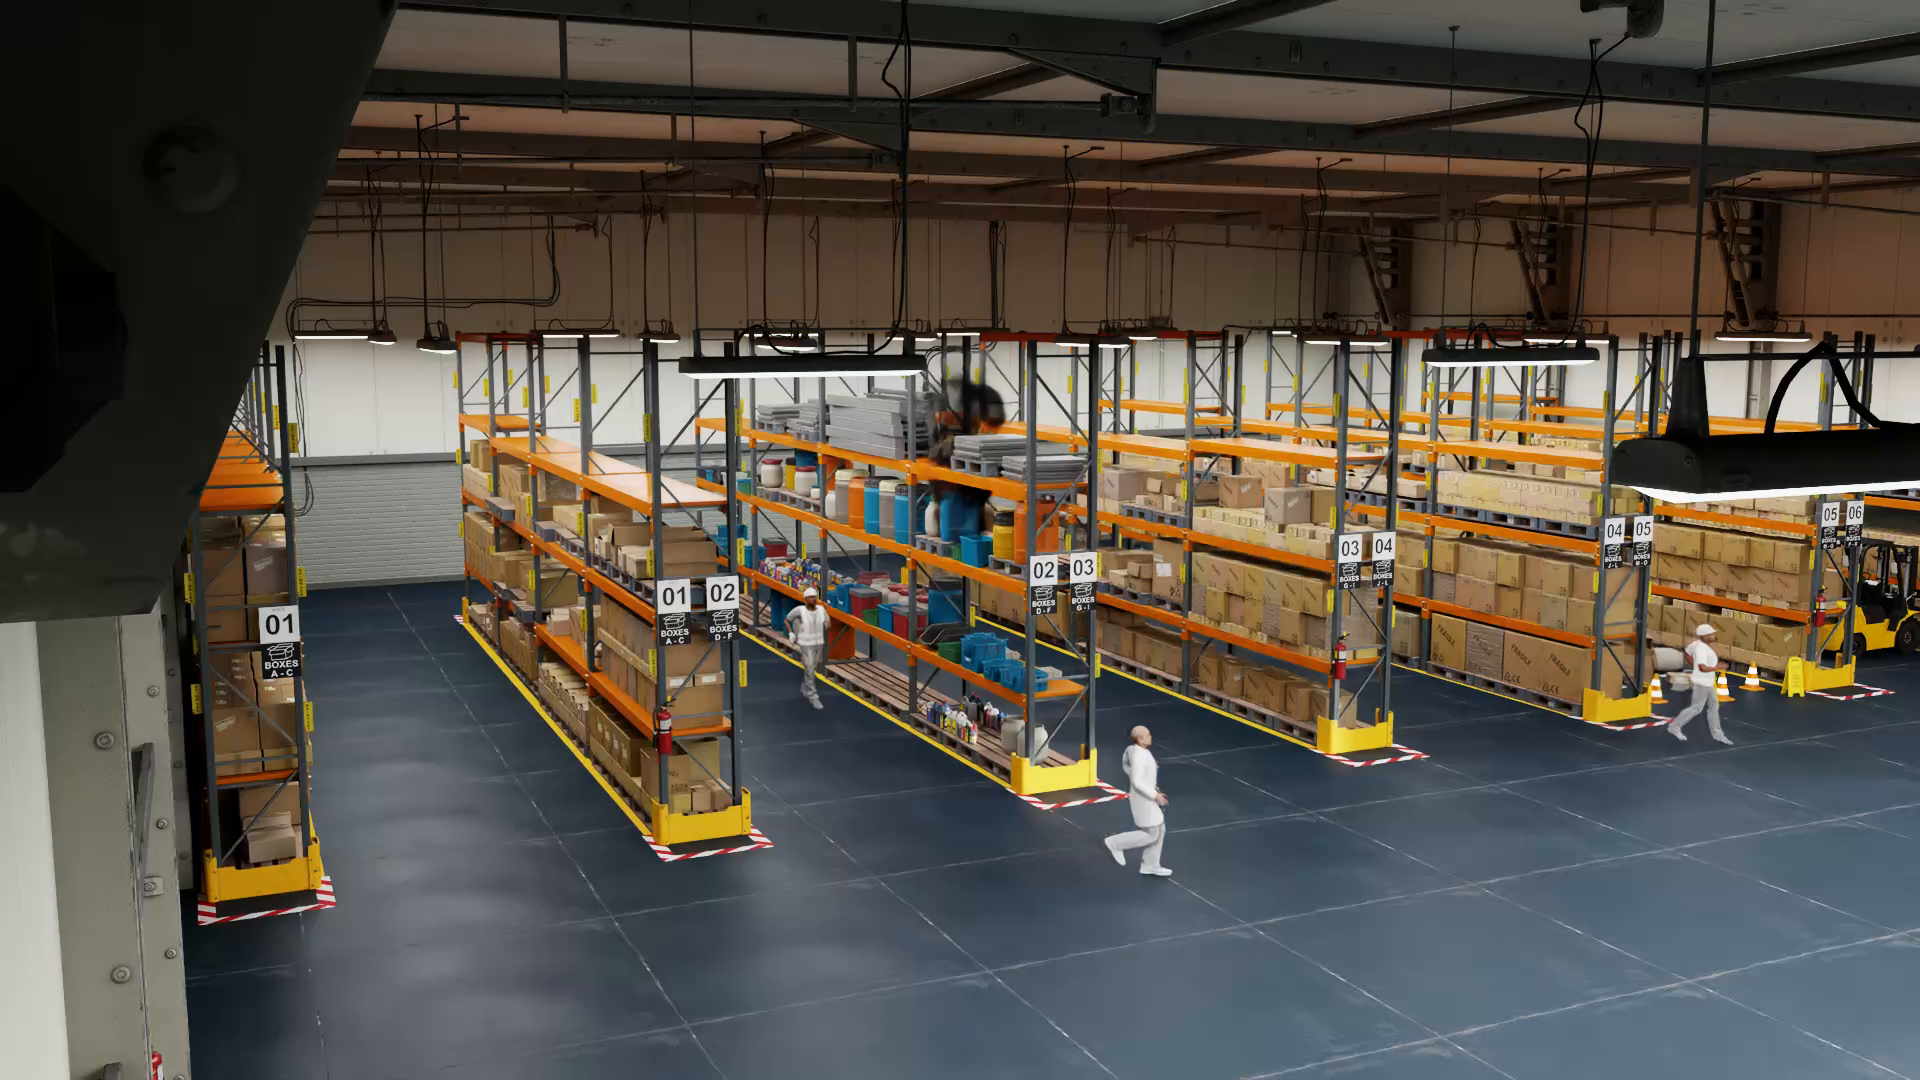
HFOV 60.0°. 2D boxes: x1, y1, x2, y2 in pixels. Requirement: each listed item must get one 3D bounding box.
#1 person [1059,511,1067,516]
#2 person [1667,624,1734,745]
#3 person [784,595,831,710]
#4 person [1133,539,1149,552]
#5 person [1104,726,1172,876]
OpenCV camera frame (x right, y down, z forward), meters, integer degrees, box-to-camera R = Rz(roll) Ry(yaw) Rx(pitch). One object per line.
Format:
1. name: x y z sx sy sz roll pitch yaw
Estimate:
1. person: 2.426 0.087 39.725 0.582 1.560 0.662 0 8 3
2. person: 10.968 2.133 24.530 0.914 1.794 0.698 4 9 26
3. person: -2.312 1.675 25.894 0.671 1.798 0.839 -6 10 -37
4. person: 4.470 -0.133 41.740 0.555 1.700 0.690 3 8 22
5. person: 2.027 2.956 18.848 0.785 1.743 0.722 0 8 1
